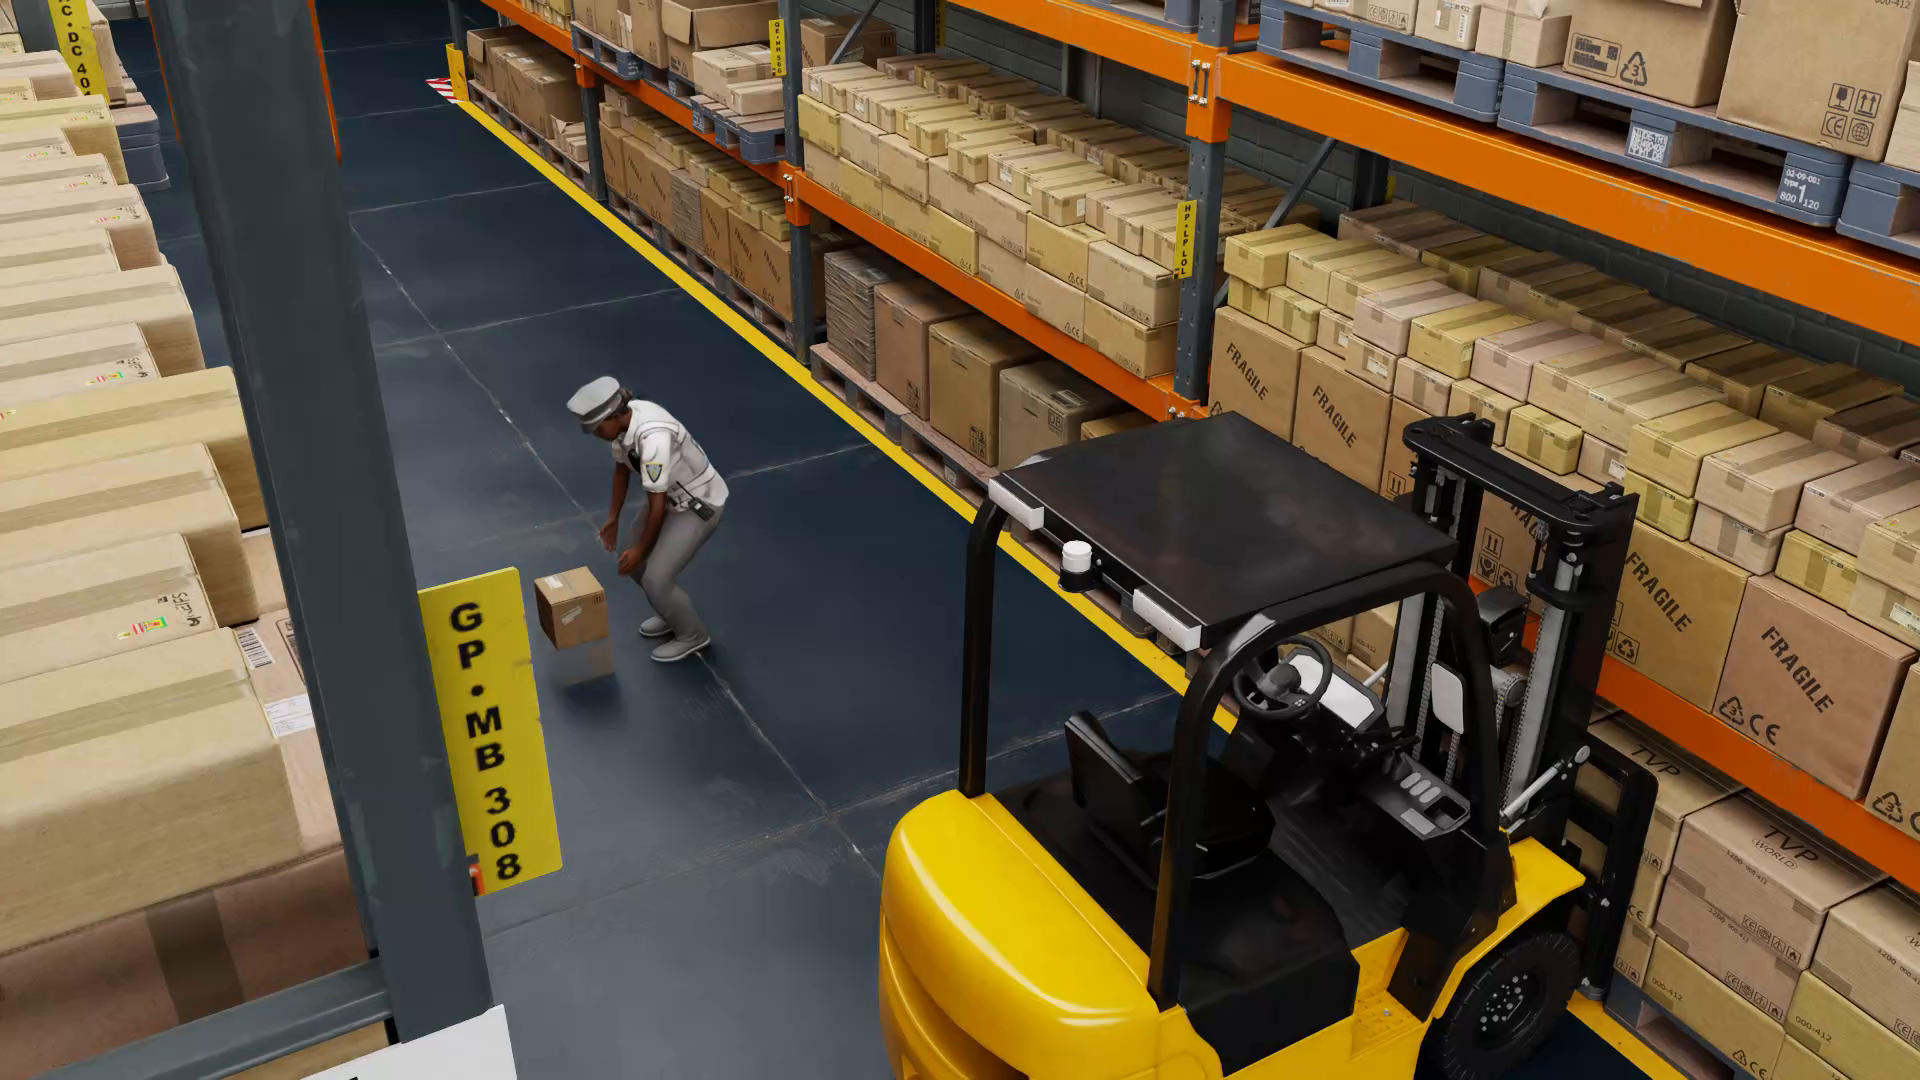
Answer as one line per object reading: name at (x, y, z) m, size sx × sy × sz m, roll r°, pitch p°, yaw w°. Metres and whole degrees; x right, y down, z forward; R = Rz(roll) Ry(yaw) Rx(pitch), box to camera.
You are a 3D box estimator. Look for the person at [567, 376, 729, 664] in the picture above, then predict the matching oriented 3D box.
person at (-1.386, -0.109, 7.589) m, size 0.689 × 1.414 × 0.495 m, roll -16°, pitch 33°, yaw -26°
